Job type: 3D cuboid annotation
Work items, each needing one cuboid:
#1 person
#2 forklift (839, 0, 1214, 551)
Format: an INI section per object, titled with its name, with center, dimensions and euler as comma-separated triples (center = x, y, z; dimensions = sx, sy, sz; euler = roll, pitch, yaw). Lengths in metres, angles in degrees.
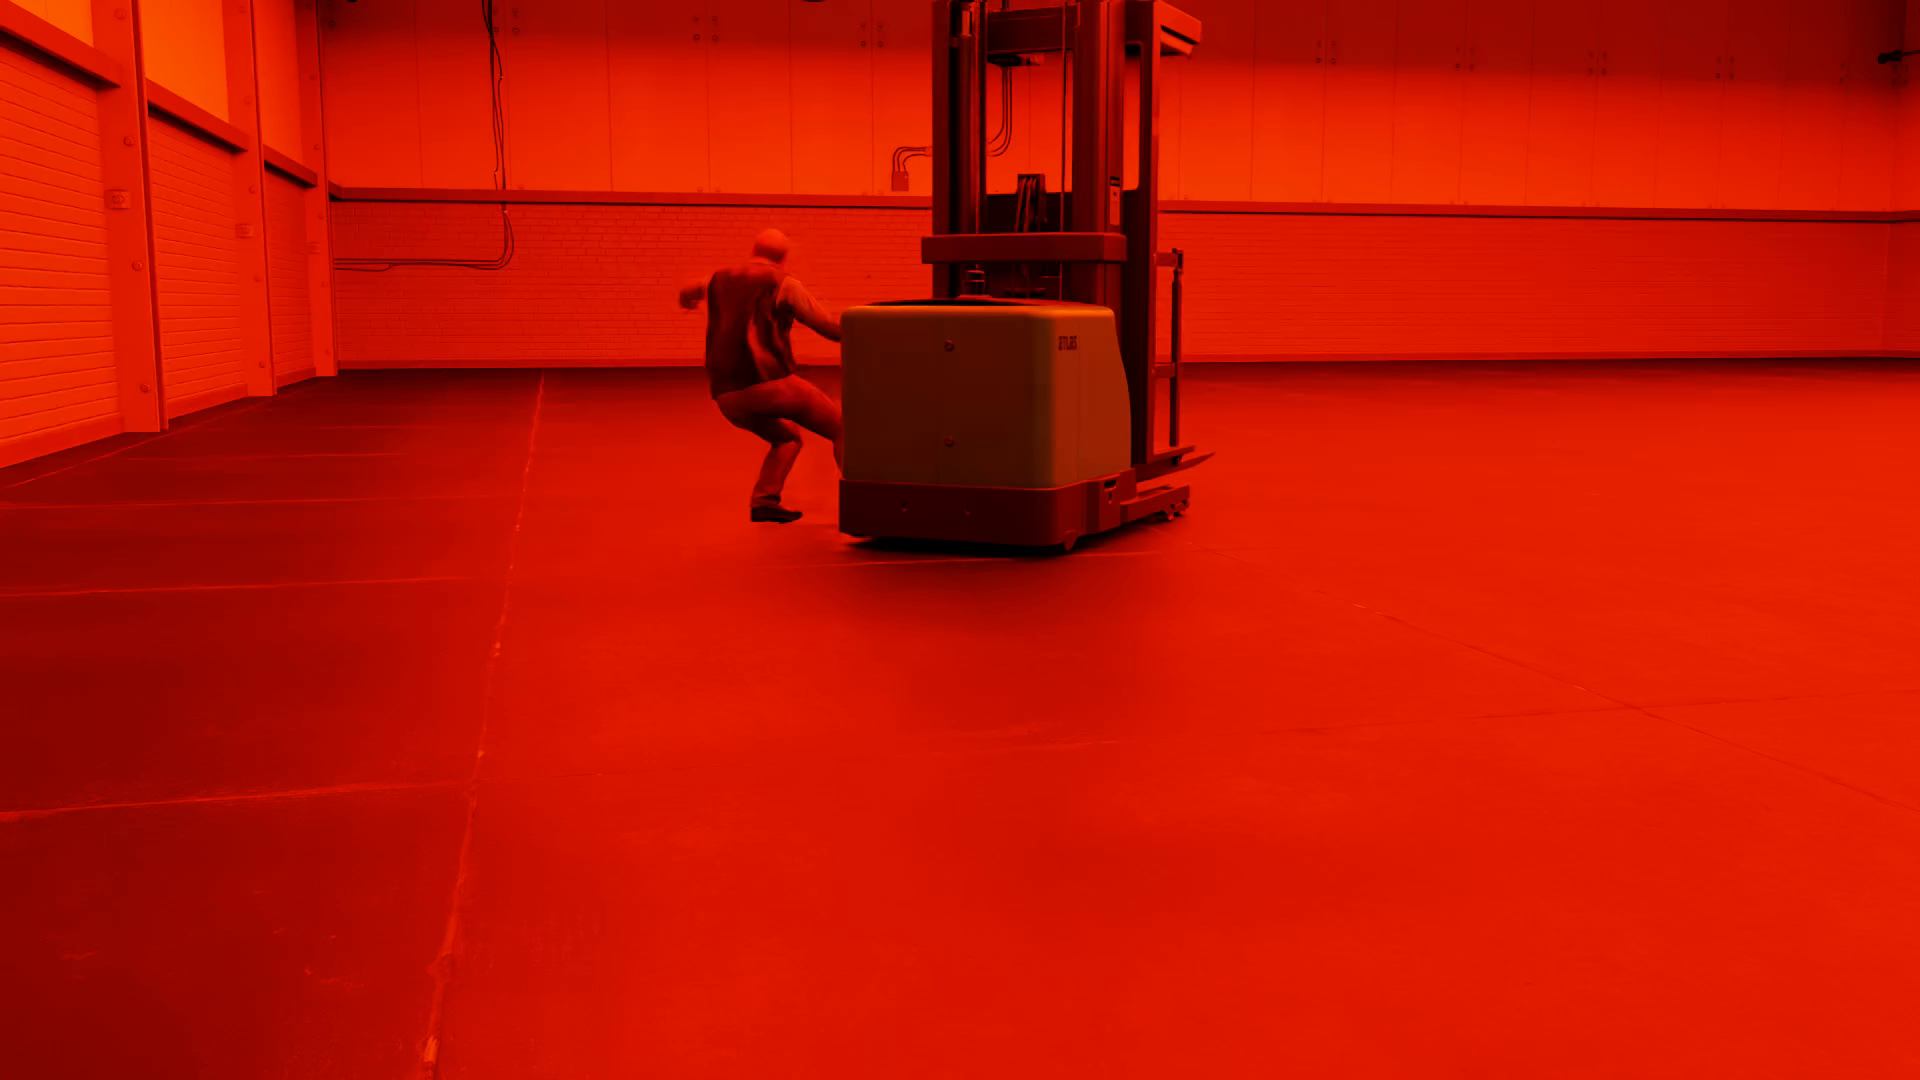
[person]
center = -0.880, -0.807, 8.246
dimensions = 1.523, 1.455, 0.785
euler = 3, 9, 23
[forklift]
center = 0.541, -1.571, 8.355
dimensions = 1.130, 2.935, 3.031
euler = 4, 9, 25
